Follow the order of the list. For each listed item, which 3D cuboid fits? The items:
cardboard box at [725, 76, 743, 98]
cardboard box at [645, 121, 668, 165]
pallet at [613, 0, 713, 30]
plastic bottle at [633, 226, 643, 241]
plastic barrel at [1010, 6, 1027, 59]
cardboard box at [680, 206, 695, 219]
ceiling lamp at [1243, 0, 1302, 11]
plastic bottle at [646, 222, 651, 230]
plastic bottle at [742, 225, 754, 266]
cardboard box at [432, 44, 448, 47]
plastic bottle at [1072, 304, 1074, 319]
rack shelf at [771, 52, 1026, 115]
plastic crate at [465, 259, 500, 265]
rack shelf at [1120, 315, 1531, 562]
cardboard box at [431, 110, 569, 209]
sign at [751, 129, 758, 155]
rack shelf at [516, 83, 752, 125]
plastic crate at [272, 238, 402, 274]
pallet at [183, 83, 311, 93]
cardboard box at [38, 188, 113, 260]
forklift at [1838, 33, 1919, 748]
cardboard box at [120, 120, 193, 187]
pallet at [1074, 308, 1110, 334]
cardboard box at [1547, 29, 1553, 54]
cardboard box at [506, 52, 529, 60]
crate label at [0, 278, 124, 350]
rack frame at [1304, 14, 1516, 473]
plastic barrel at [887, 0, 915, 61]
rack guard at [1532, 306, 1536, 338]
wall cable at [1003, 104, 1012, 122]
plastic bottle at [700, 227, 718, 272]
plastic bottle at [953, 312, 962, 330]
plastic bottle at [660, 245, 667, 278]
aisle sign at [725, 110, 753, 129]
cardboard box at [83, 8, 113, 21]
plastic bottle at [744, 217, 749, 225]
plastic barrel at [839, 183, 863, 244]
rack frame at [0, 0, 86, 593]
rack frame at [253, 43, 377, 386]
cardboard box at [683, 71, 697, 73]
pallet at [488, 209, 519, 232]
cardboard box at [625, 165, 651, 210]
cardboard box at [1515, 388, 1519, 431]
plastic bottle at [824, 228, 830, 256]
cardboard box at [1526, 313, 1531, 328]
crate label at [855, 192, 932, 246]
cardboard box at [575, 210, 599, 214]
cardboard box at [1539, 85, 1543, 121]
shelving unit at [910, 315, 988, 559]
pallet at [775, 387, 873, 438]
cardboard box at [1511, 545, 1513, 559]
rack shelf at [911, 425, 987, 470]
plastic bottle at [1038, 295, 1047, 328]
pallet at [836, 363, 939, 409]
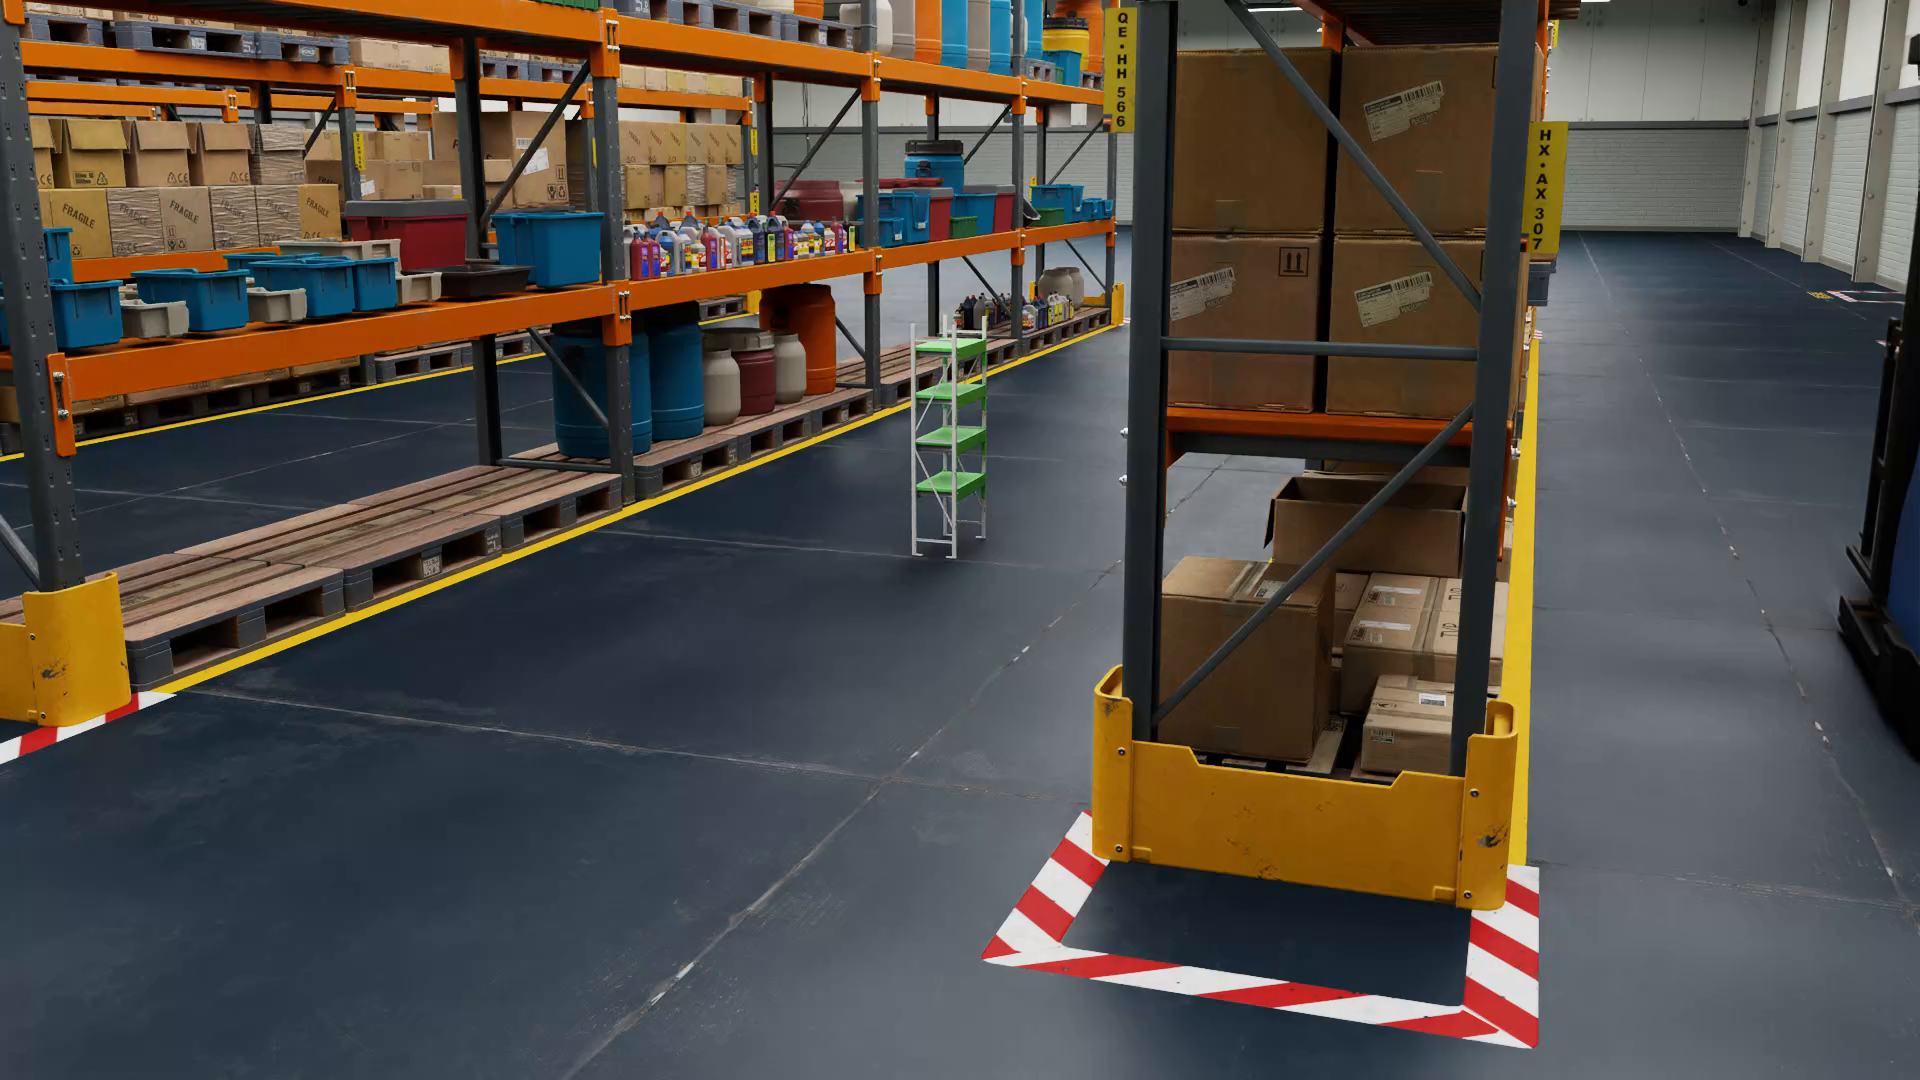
[{"bbox_3d":[-3.154,-5.859,21.513,0.500,0.250,0.500,5,14,20],"label":"cardboard box"},{"bbox_3d":[-3.823,-4.716,19.767,0.500,0.500,0.500,4,14,18],"label":"cardboard box"},{"bbox_3d":[-2.273,-3.249,10.164,1.213,0.211,1.003,4,14,18],"label":"pallet"},{"bbox_3d":[-2.163,-1.956,11.107,0.097,0.271,0.097,0,13,0],"label":"plastic bottle"},{"bbox_3d":[0.480,-5.189,17.045,0.421,0.512,0.421,0,13,0],"label":"plastic barrel"},{"bbox_3d":[-3.521,-4.069,20.638,0.380,0.149,0.250,4,14,18],"label":"cardboard box"},{"bbox_3d":[8.232,-15.469,43.422,2.000,3.185,0.800,4,14,18],"label":"ceiling lamp"},{"bbox_3d":[-2.181,-2.068,11.570,0.061,0.283,0.133,4,14,18],"label":"plastic bottle"},{"bbox_3d":[-1.454,-2.000,11.300,0.097,0.271,0.097,0,13,0],"label":"plastic bottle"},{"bbox_3d":[-5.107,-4.953,15.860,0.500,0.500,0.500,4,13,17],"label":"cardboard box"},{"bbox_3d":[1.269,-2.665,19.223,0.097,0.201,0.097,0,13,0],"label":"plastic bottle"},{"bbox_3d":[-0.493,-4.081,15.004,1.077,0.370,4.000,4,14,18],"label":"rack shelf"},{"bbox_3d":[-2.720,-1.519,9.361,0.396,0.136,0.243,4,14,18],"label":"plastic crate"},{"bbox_3d":[1.605,-0.577,6.392,1.077,0.370,4.000,4,14,18],"label":"rack shelf"},{"bbox_3d":[-4.922,-4.087,17.863,1.000,1.000,1.000,4,14,19],"label":"cardboard box"},{"bbox_3d":[-2.719,-5.264,21.997,0.100,0.325,0.005,4,14,18],"label":"sign"},{"bbox_3d":[-3.885,-5.280,20.256,1.077,0.370,4.000,4,14,18],"label":"rack shelf"},{"bbox_3d":[-3.102,-1.370,8.379,0.437,0.282,0.530,4,14,18],"label":"plastic crate"},{"bbox_3d":[-8.918,-5.716,20.750,1.003,0.211,1.213,4,14,18],"label":"pallet"},{"bbox_3d":[-6.573,-2.296,12.084,0.500,0.500,0.500,4,14,18],"label":"cardboard box"},{"bbox_3d":[4.232,-0.920,6.431,1.130,2.935,3.031,5,14,20],"label":"forklift"},{"bbox_3d":[-6.503,-3.011,12.962,0.797,0.503,0.637,5,14,20],"label":"cardboard box"},{"bbox_3d":[1.201,-2.683,20.270,1.003,0.211,1.213,4,14,18],"label":"pallet"},{"bbox_3d":[5.831,-5.189,17.182,0.500,0.311,0.500,6,14,25],"label":"cardboard box"},{"bbox_3d":[-4.742,-5.144,17.401,0.396,0.266,0.258,5,14,20],"label":"cardboard box"},{"bbox_3d":[-3.337,-0.840,6.169,0.416,0.233,0.303,4,14,18],"label":"crate label"},{"bbox_3d":[2.252,-1.349,8.157,1.000,3.000,0.127,4,14,18],"label":"rack frame"},{"bbox_3d":[-0.669,-4.413,13.712,0.600,0.901,0.600,0,13,0],"label":"plastic barrel"},{"bbox_3d":[6.142,-2.662,19.527,1.175,0.500,0.348,4,14,18],"label":"rack guard"},{"bbox_3d":[2.498,-16.315,52.605,2.305,6.003,0.169,4,14,18],"label":"wall cable"},{"bbox_3d":[-1.624,-1.883,10.759,0.061,0.283,0.133,4,14,18],"label":"plastic bottle"},{"bbox_3d":[-0.023,-2.340,17.798,0.097,0.201,0.097,0,13,0],"label":"plastic bottle"},{"bbox_3d":[-1.849,-1.710,10.184,0.097,0.201,0.097,0,13,0],"label":"plastic bottle"},{"bbox_3d":[-2.934,-5.848,22.028,0.394,0.787,0.004,4,14,18],"label":"aisle sign"},{"bbox_3d":[-6.497,-3.910,12.259,0.380,0.149,0.250,4,13,16],"label":"cardboard box"},{"bbox_3d":[-1.649,-2.396,13.032,0.097,0.271,0.097,0,13,0],"label":"plastic bottle"},{"bbox_3d":[-1.009,-2.835,14.417,0.421,0.512,0.421,0,13,0],"label":"plastic barrel"},{"bbox_3d":[-3.728,-0.864,6.033,1.000,3.000,0.127,4,14,18],"label":"rack frame"},{"bbox_3d":[-5.826,-2.905,14.975,1.000,3.000,0.127,4,14,18],"label":"rack frame"},{"bbox_3d":[-3.460,-5.819,20.441,0.380,0.149,0.250,4,13,16],"label":"cardboard box"},{"bbox_3d":[-5.225,-3.231,16.836,1.003,0.211,1.213,4,14,18],"label":"pallet"},{"bbox_3d":[-4.133,-4.134,19.467,0.875,0.500,0.500,4,14,18],"label":"cardboard box"},{"bbox_3d":[3.134,-0.753,10.176,0.500,0.500,0.500,4,13,16],"label":"cardboard box"},{"bbox_3d":[-1.028,-2.244,12.524,0.097,0.201,0.097,0,13,0],"label":"plastic bottle"},{"bbox_3d":[4.488,-1.745,13.866,0.500,0.311,0.500,4,14,18],"label":"cardboard box"},{"bbox_3d":[-0.563,-2.755,14.240,0.502,0.435,0.616,4,14,18],"label":"crate label"},{"bbox_3d":[-4.178,-3.648,18.797,0.380,0.149,0.250,4,14,18],"label":"cardboard box"},{"bbox_3d":[2.170,-1.652,7.013,0.500,0.500,0.500,4,13,17],"label":"cardboard box"},{"bbox_3d":[-0.054,-0.550,8.702,0.258,1.200,0.503,4,14,18],"label":"shelving unit"},{"bbox_3d":[-1.356,-1.020,12.983,1.003,0.211,1.213,4,14,18],"label":"pallet"},{"bbox_3d":[2.271,0.050,7.445,0.380,0.149,0.250,4,14,18],"label":"cardboard box"},{"bbox_3d":[-0.054,-0.488,8.716,0.258,0.148,0.480,4,14,18],"label":"rack shelf"},{"bbox_3d":[0.869,-2.494,18.136,0.144,0.351,0.185,4,13,16],"label":"plastic bottle"},{"bbox_3d":[-0.853,-1.349,14.425,1.003,0.211,1.213,4,14,18],"label":"pallet"}]
